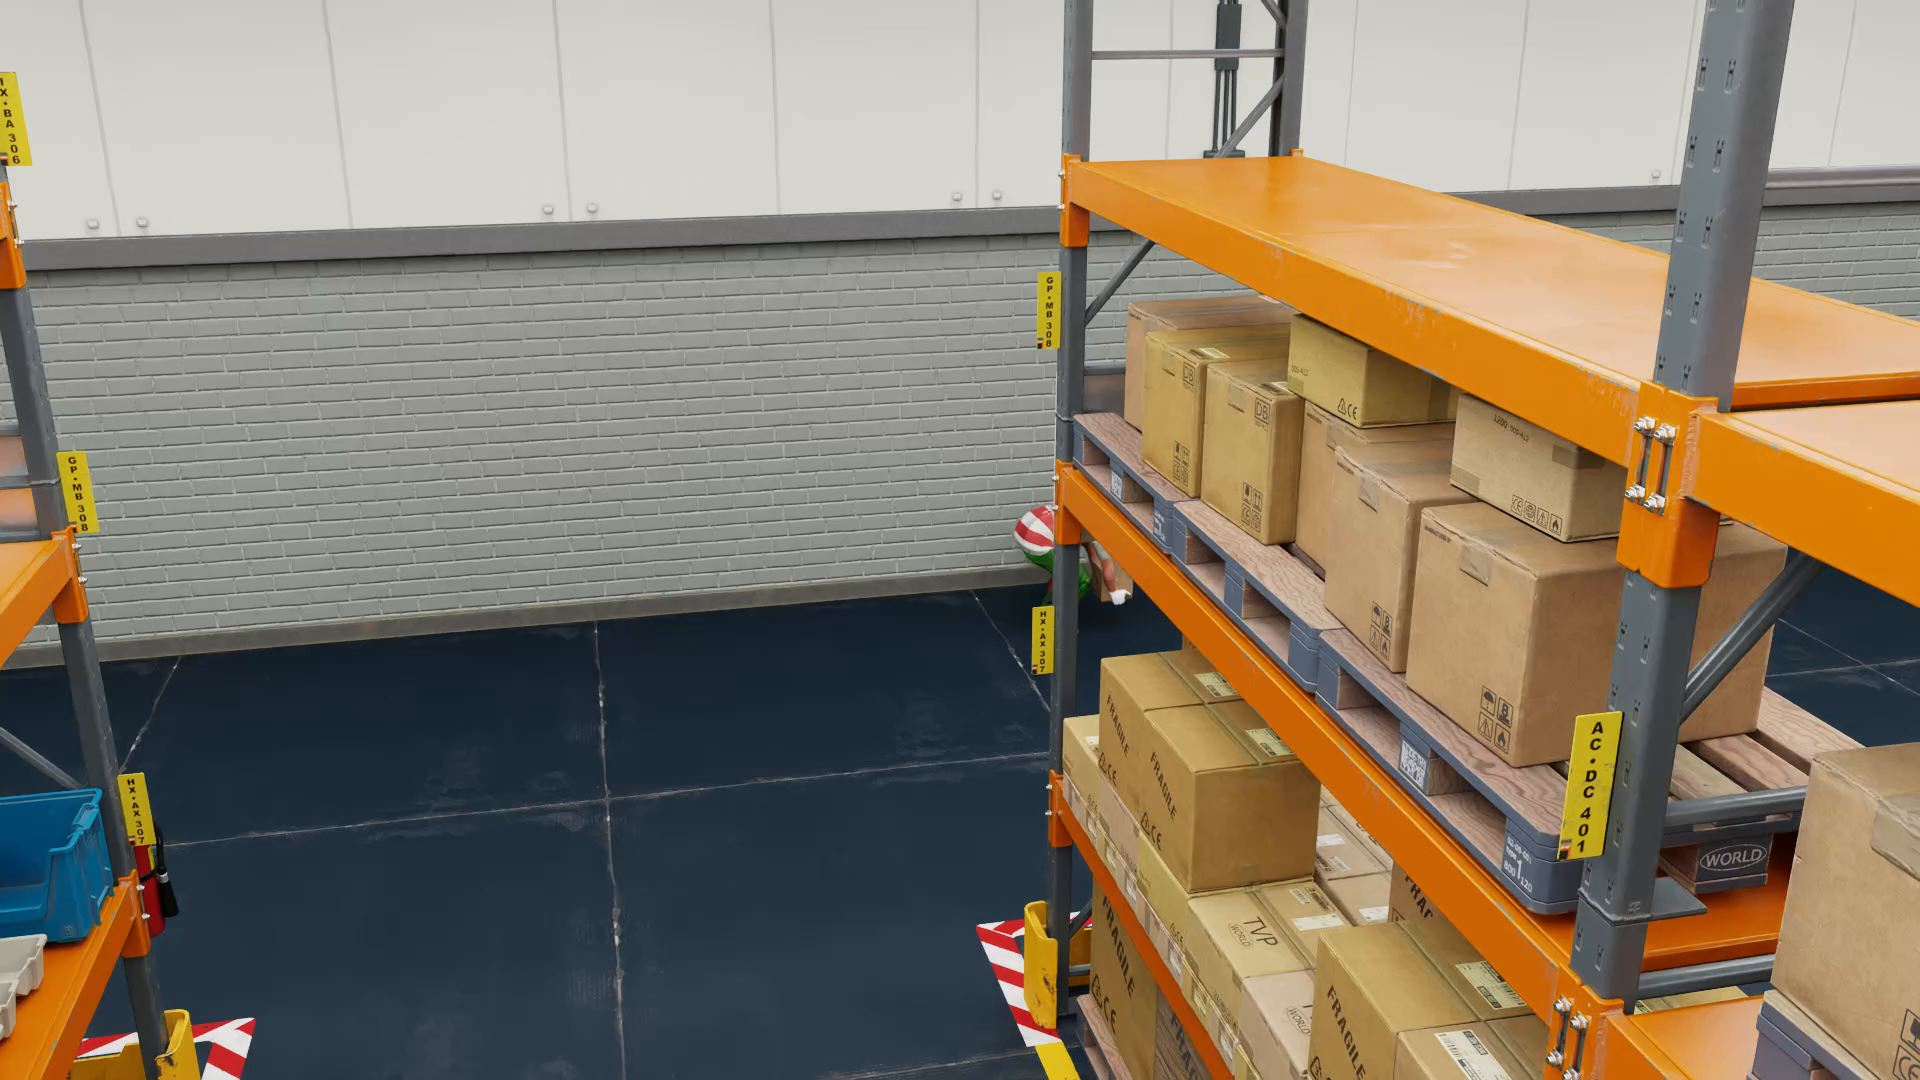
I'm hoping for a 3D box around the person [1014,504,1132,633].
[{"bbox_3d":[0.887,0.193,12.632,0.958,1.025,0.523,-5,20,-15],"label":"person"}]
